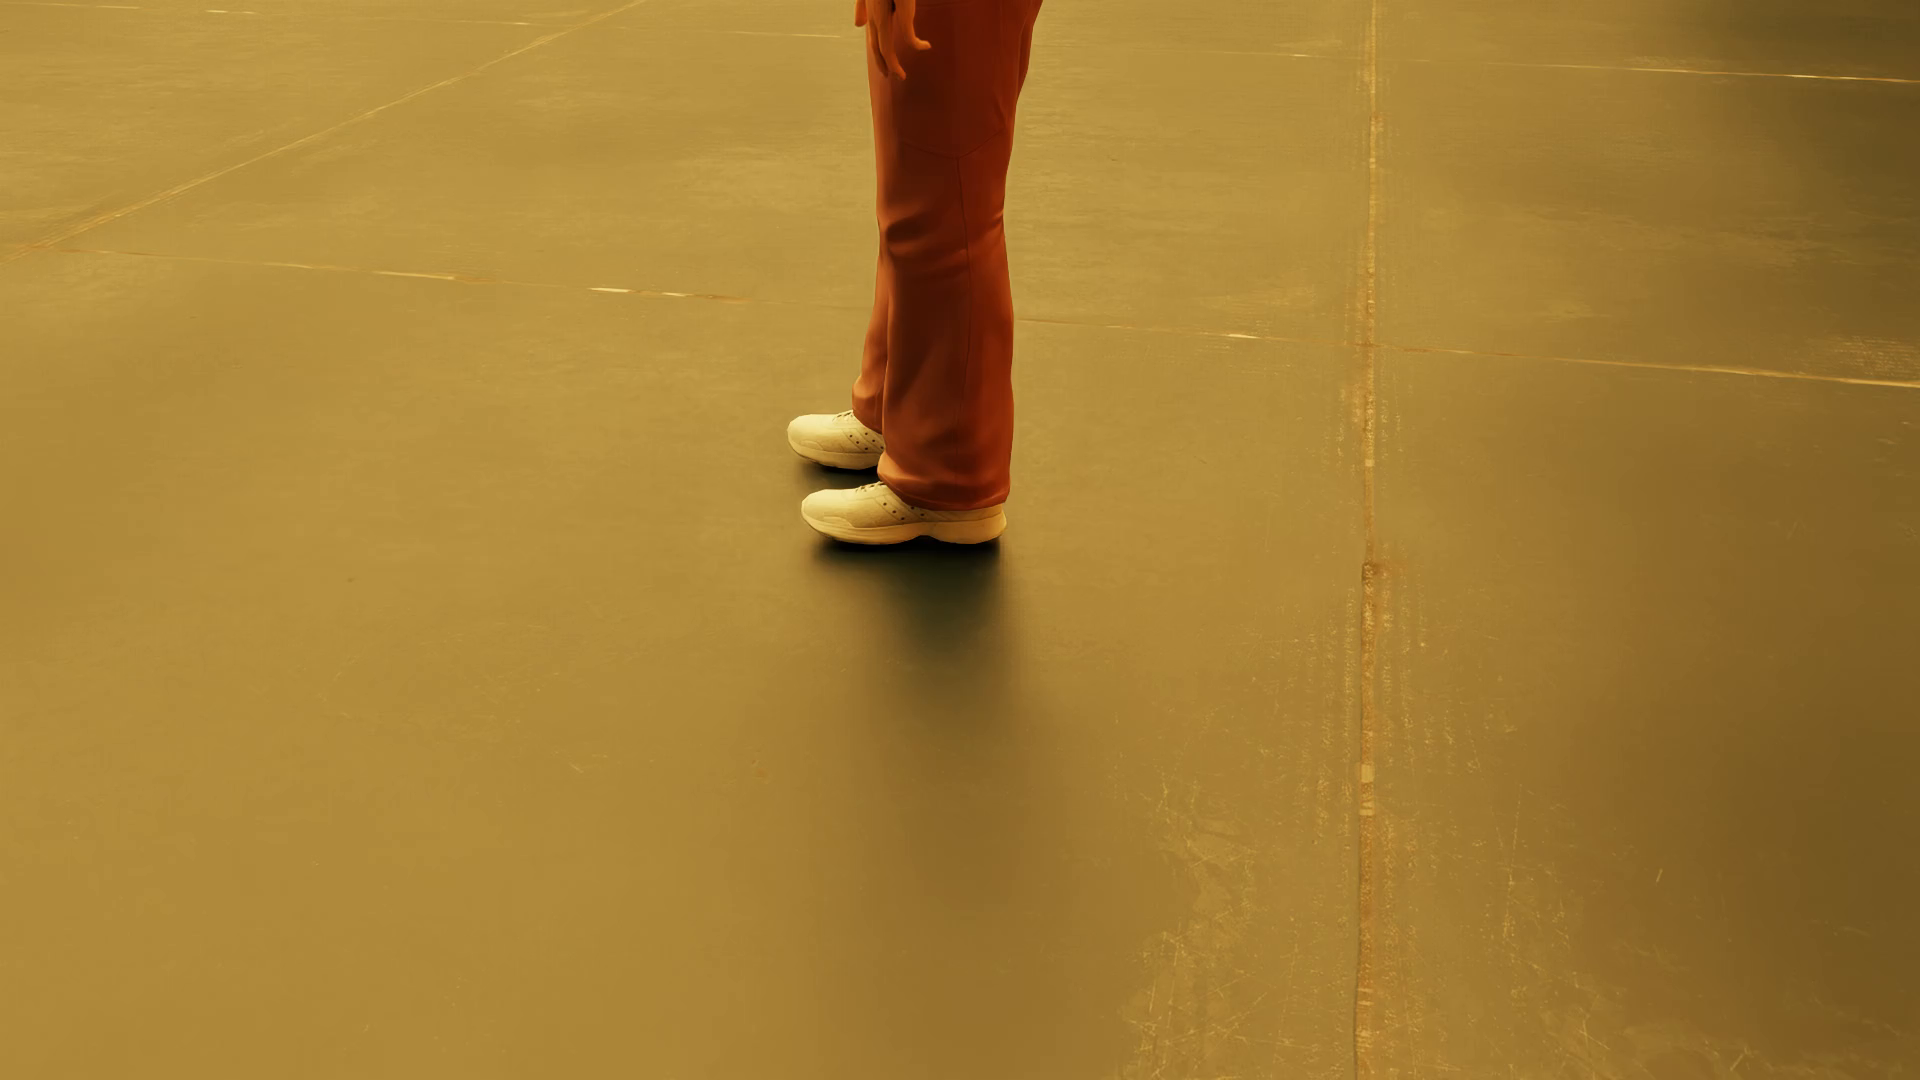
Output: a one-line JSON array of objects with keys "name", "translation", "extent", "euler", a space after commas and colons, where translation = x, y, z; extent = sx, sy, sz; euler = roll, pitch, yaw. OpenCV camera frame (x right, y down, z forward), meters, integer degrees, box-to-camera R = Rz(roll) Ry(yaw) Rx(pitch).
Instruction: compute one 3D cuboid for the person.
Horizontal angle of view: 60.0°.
[{"name": "person", "translation": [-0.070, -0.767, 2.144], "extent": [0.548, 1.673, 0.553], "euler": [6, 27, 11]}]
